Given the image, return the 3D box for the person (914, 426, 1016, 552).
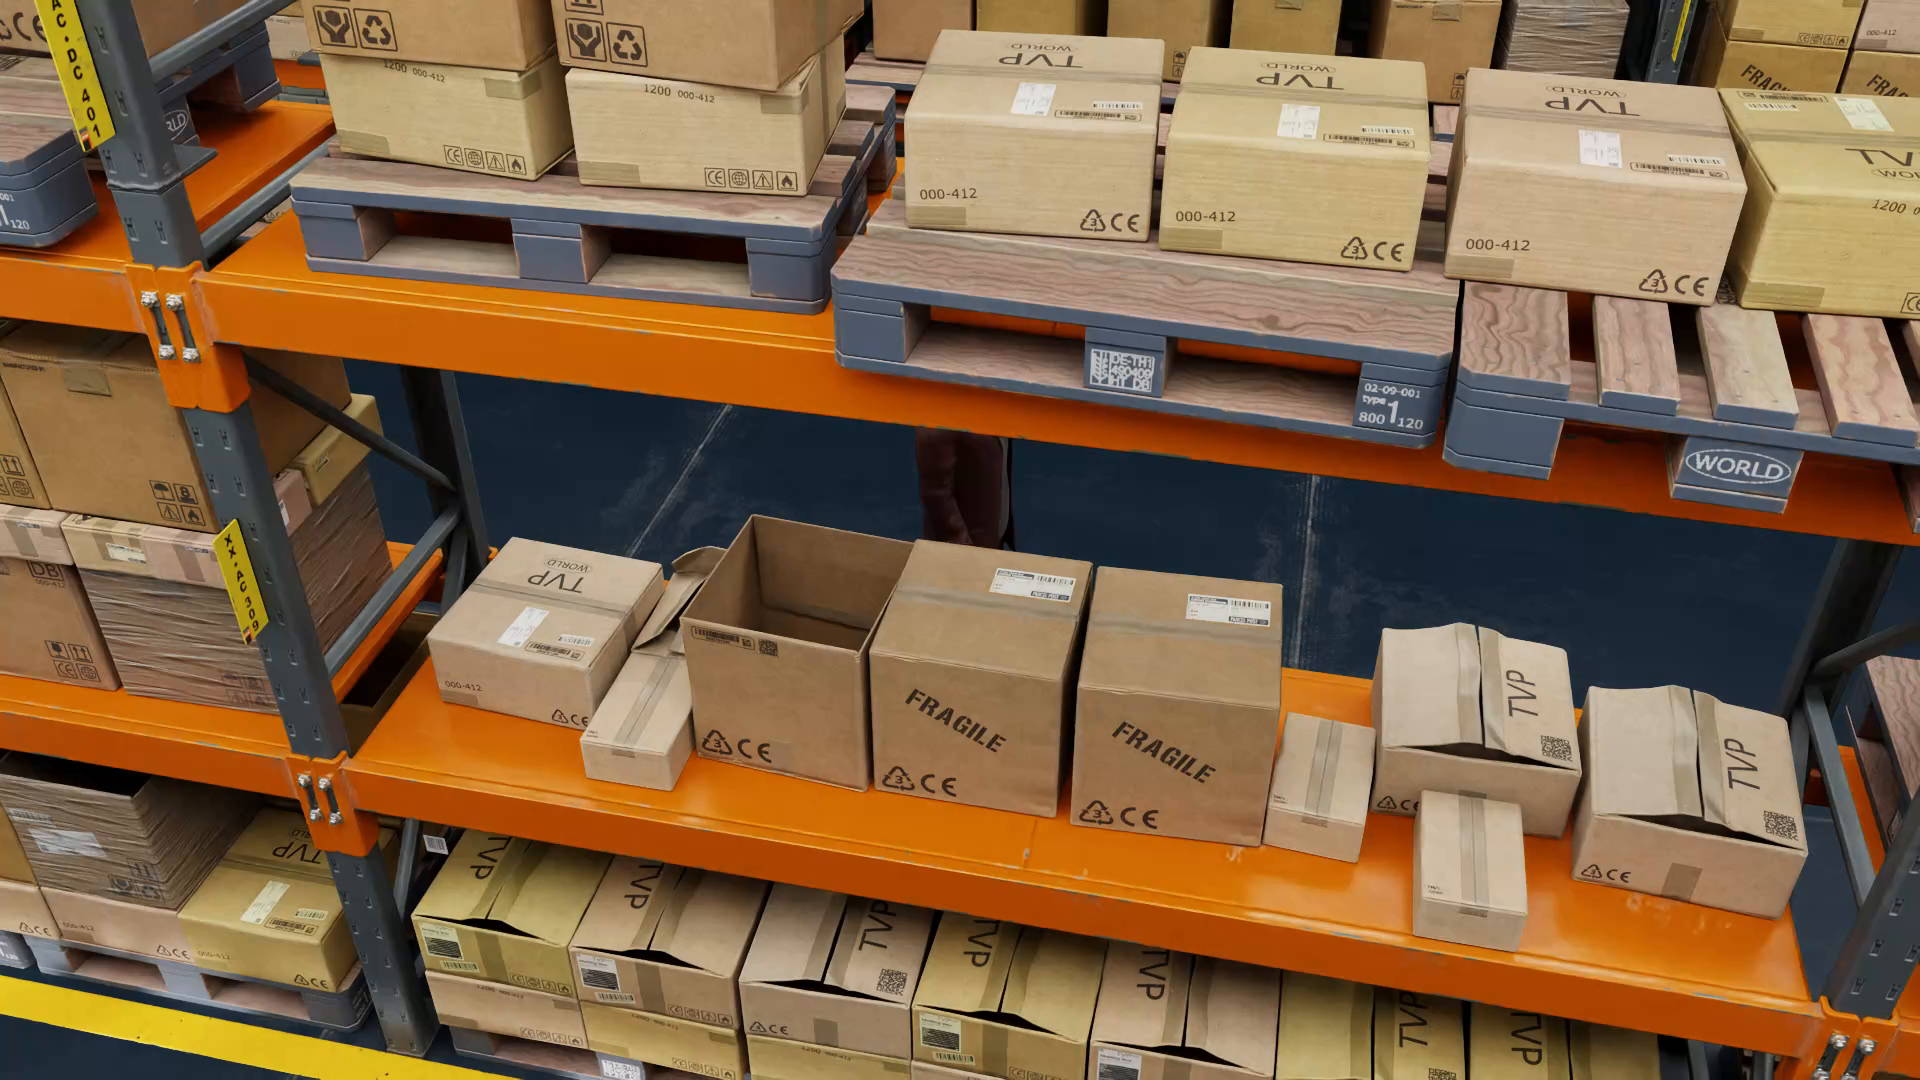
[{"bbox_3d":[0.033,-0.061,6.207,0.465,1.782,0.595,12,38,16],"label":"person"}]
